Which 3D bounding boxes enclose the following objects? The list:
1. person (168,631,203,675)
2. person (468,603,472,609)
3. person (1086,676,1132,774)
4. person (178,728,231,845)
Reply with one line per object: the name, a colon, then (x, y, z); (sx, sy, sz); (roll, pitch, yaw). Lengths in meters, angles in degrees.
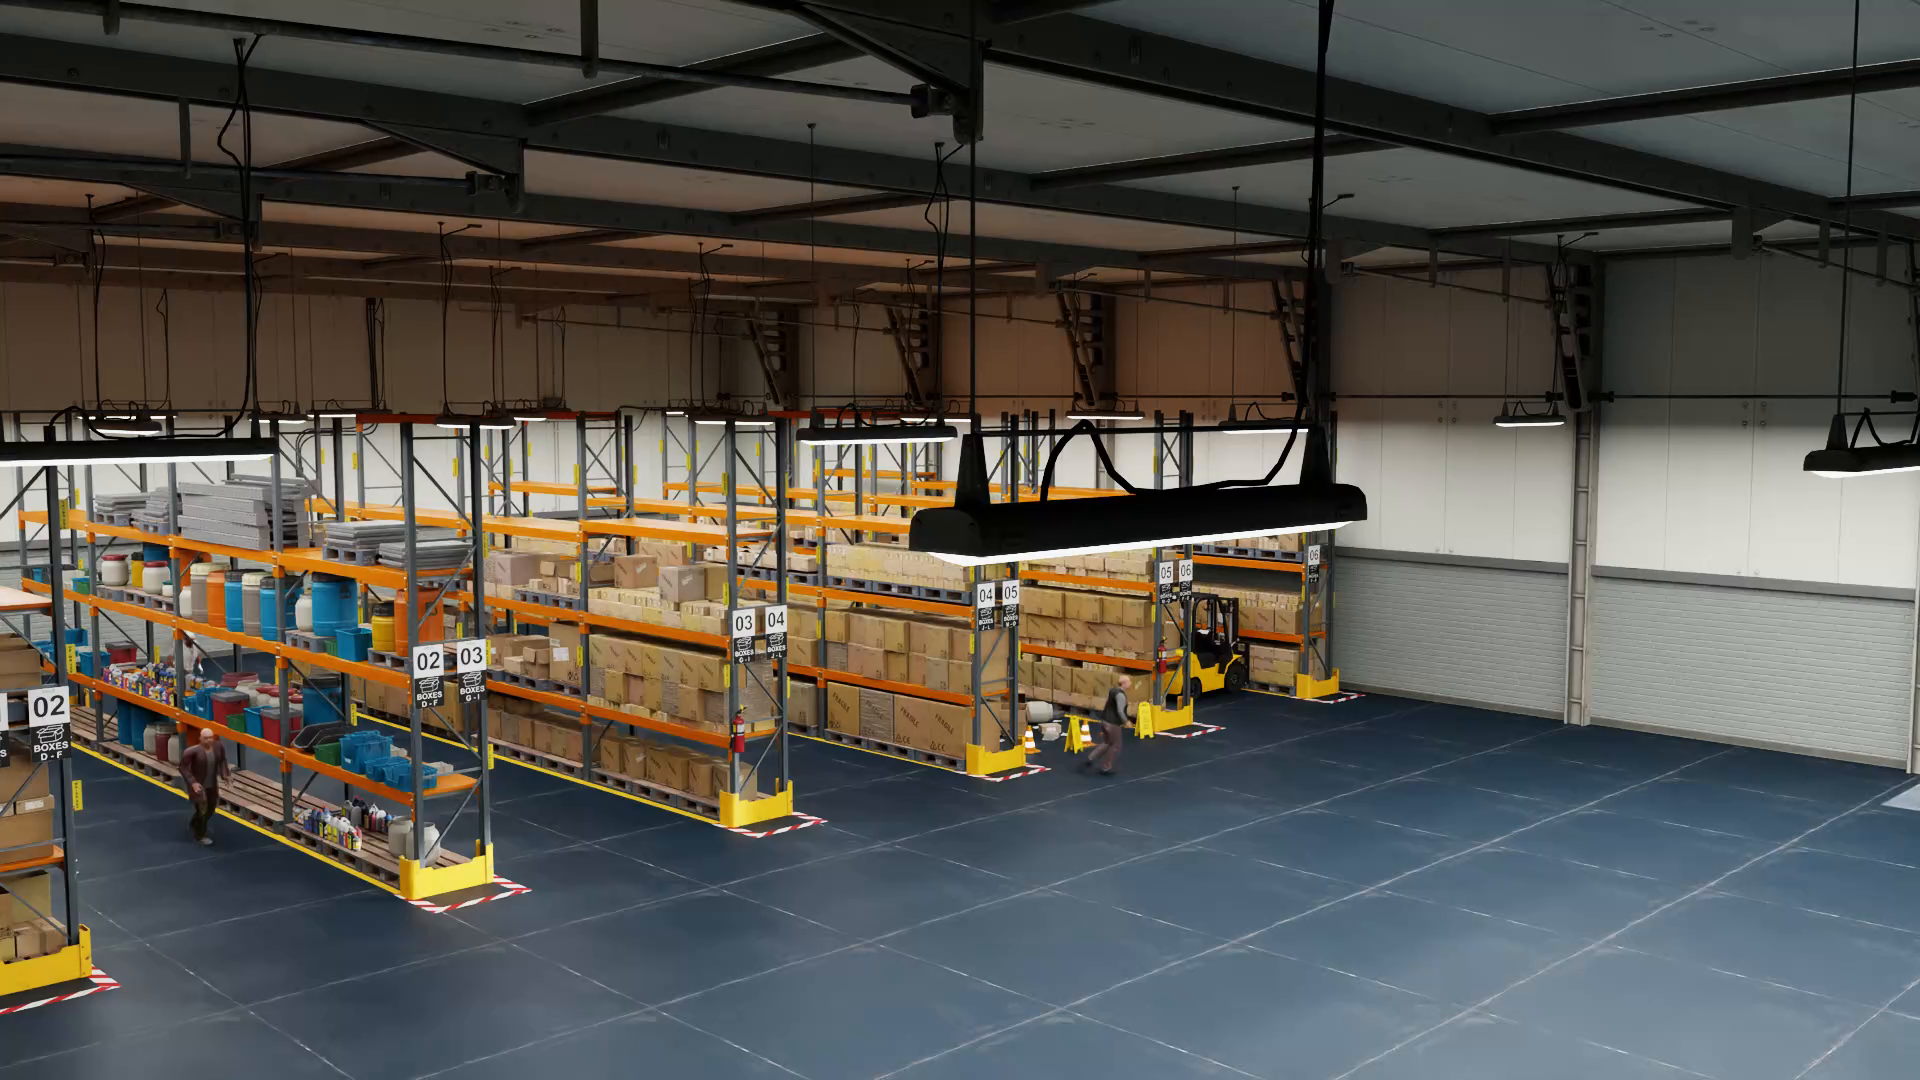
person: (-15.555, 2.600, 33.328); (0.793, 1.663, 0.689); (1, 5, 17)
person: (-11.115, 2.238, 37.494); (0.584, 1.716, 0.797); (-3, 6, -28)
person: (2.497, 3.092, 27.839); (0.728, 1.653, 0.631); (-1, 5, -16)
person: (-10.724, 3.449, 23.477); (0.892, 1.688, 0.716); (3, 6, 29)
